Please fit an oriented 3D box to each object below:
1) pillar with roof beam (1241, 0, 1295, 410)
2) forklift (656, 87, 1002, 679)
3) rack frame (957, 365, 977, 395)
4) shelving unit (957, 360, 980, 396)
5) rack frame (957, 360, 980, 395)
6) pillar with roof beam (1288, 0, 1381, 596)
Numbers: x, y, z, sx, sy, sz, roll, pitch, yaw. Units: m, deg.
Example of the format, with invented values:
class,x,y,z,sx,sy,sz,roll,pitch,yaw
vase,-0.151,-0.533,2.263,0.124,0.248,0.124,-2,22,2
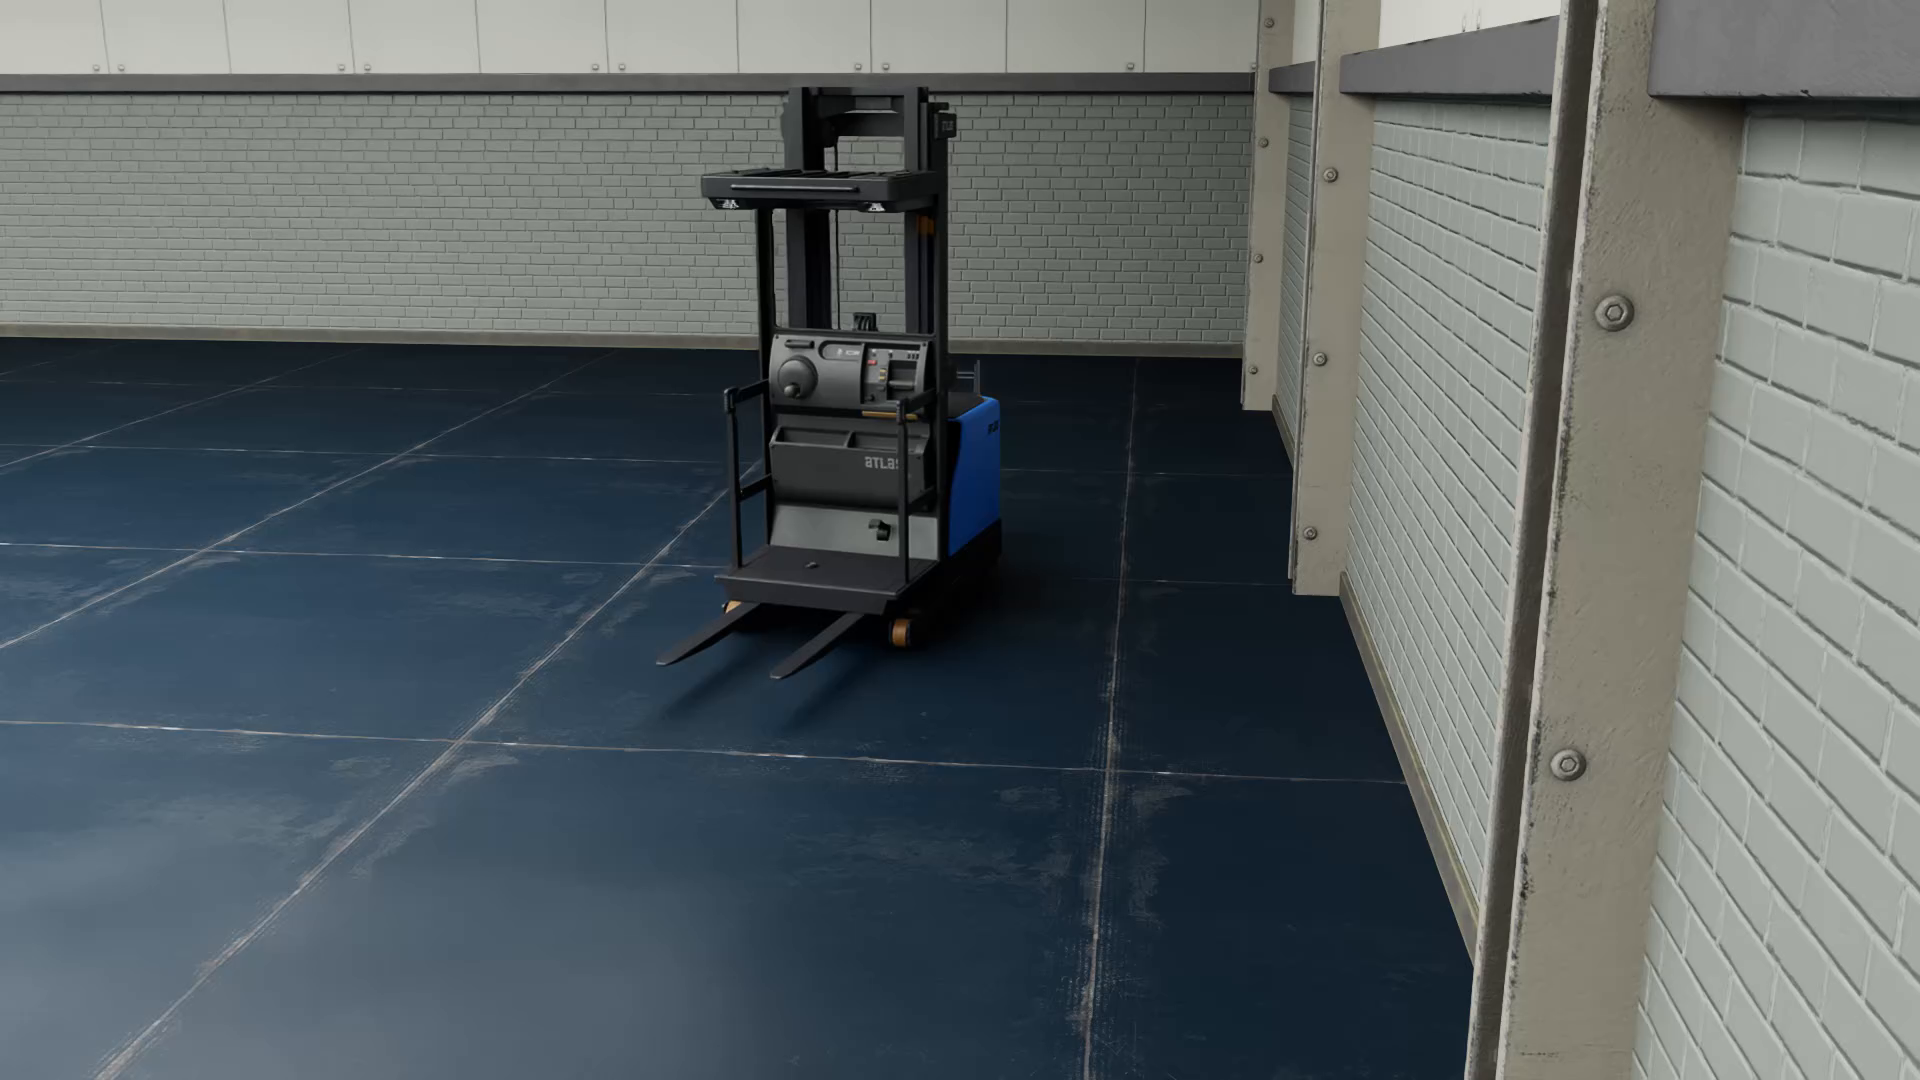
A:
class,x,y,z,sx,sy,sz,roll,pitch,yaw
pillar with roof beam,-1.431,-5.748,15.179,9.100,9.000,0.400,2,15,6
forklift,-0.686,-0.946,9.045,1.130,2.935,3.031,5,16,18
rack frame,-0.009,-0.559,10.932,0.240,1.200,0.006,2,15,6
shelving unit,0.002,-0.583,11.019,0.258,1.200,0.189,2,15,6
rack frame,0.012,-0.607,11.107,0.240,1.200,0.006,2,15,6
pillar with roof beam,-2.108,-4.192,9.424,9.100,9.000,0.400,2,15,6
